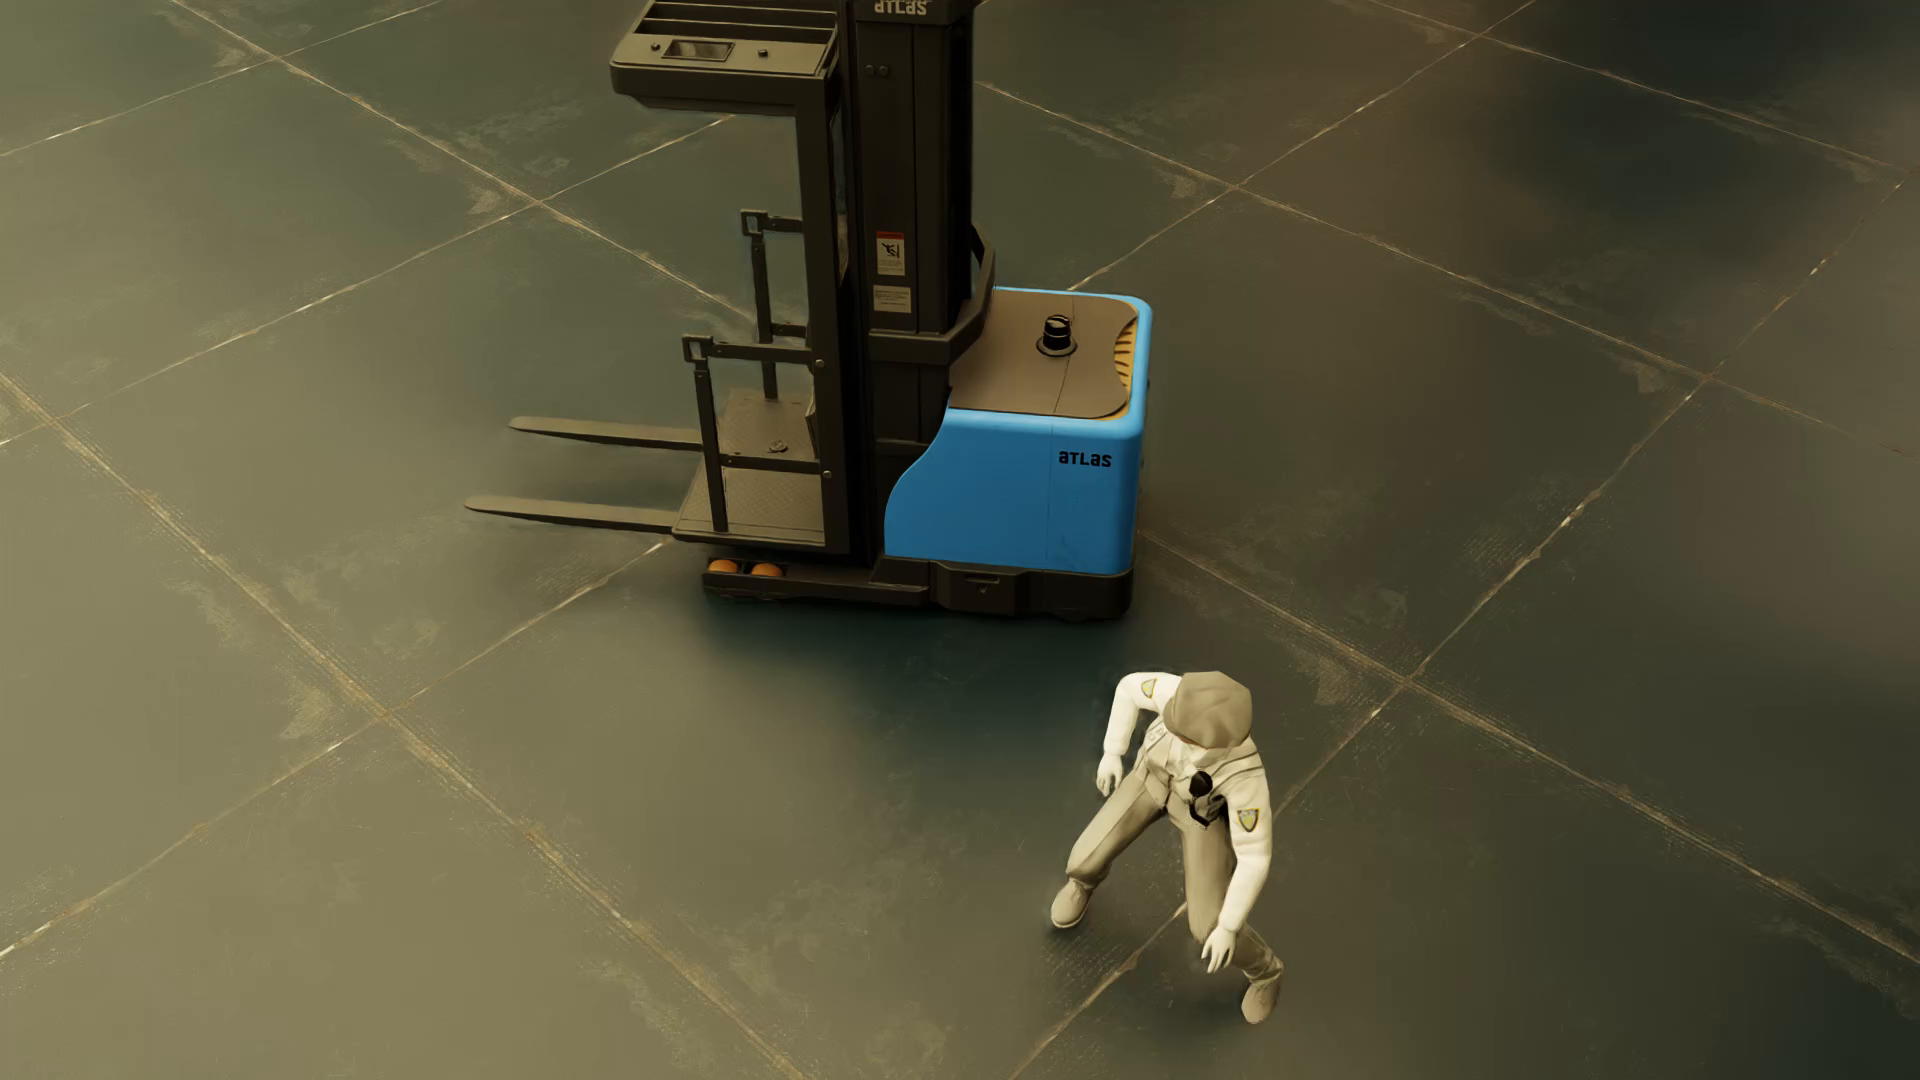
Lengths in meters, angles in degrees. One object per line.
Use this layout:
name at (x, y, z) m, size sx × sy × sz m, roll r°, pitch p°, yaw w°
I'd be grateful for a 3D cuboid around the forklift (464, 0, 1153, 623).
forklift at (-0.702, -1.181, 6.804) m, size 3.031 × 2.935 × 1.130 m, roll 5°, pitch 41°, yaw 6°

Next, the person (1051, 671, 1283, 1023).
person at (0.745, 0.964, 5.501) m, size 0.839 × 1.468 × 0.654 m, roll 26°, pitch 47°, yaw 27°
